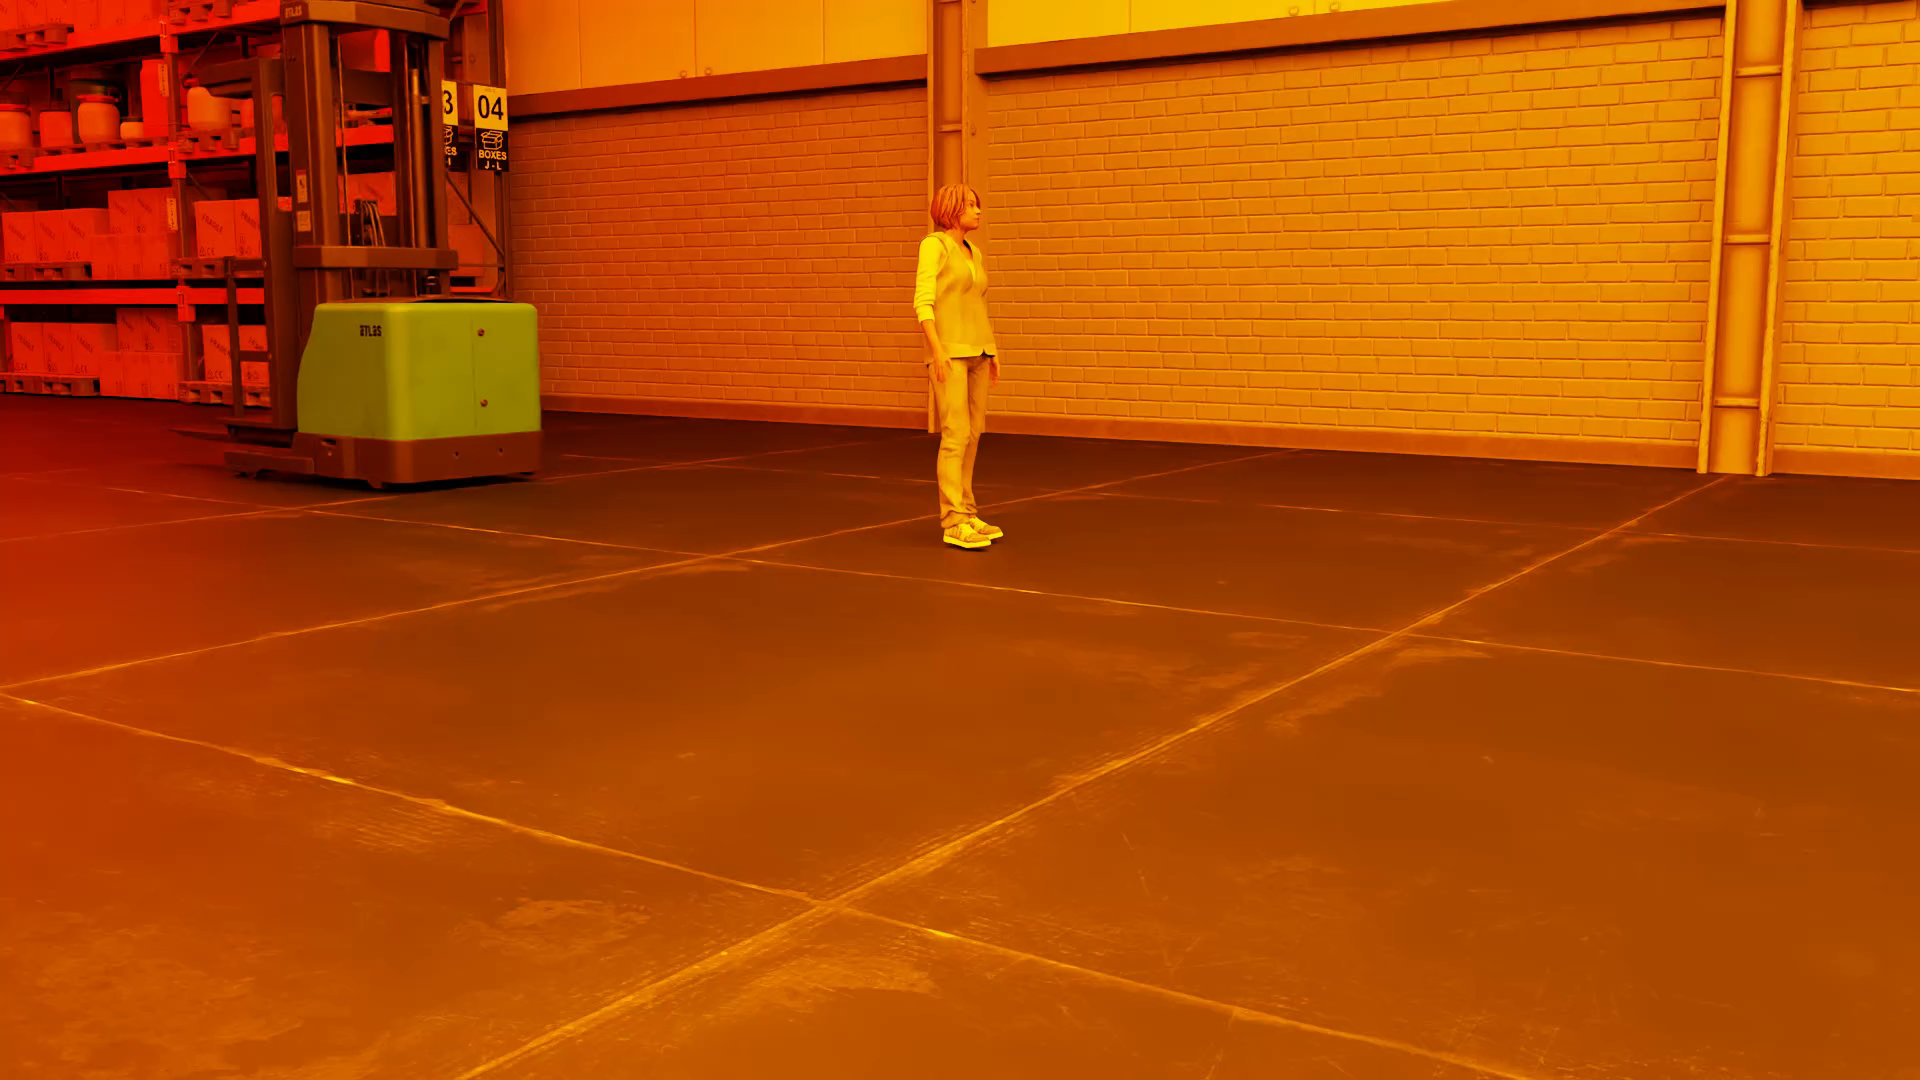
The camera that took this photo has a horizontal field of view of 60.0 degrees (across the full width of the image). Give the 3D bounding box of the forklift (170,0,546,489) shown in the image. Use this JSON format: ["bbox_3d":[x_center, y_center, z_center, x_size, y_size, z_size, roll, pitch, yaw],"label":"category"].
[{"bbox_3d":[-3.975,-1.882,10.424,3.031,2.935,1.130,6,10,39],"label":"forklift"}]

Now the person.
[{"bbox_3d":[0.053,-0.791,7.438,0.475,1.597,0.520,5,10,34],"label":"person"}]
